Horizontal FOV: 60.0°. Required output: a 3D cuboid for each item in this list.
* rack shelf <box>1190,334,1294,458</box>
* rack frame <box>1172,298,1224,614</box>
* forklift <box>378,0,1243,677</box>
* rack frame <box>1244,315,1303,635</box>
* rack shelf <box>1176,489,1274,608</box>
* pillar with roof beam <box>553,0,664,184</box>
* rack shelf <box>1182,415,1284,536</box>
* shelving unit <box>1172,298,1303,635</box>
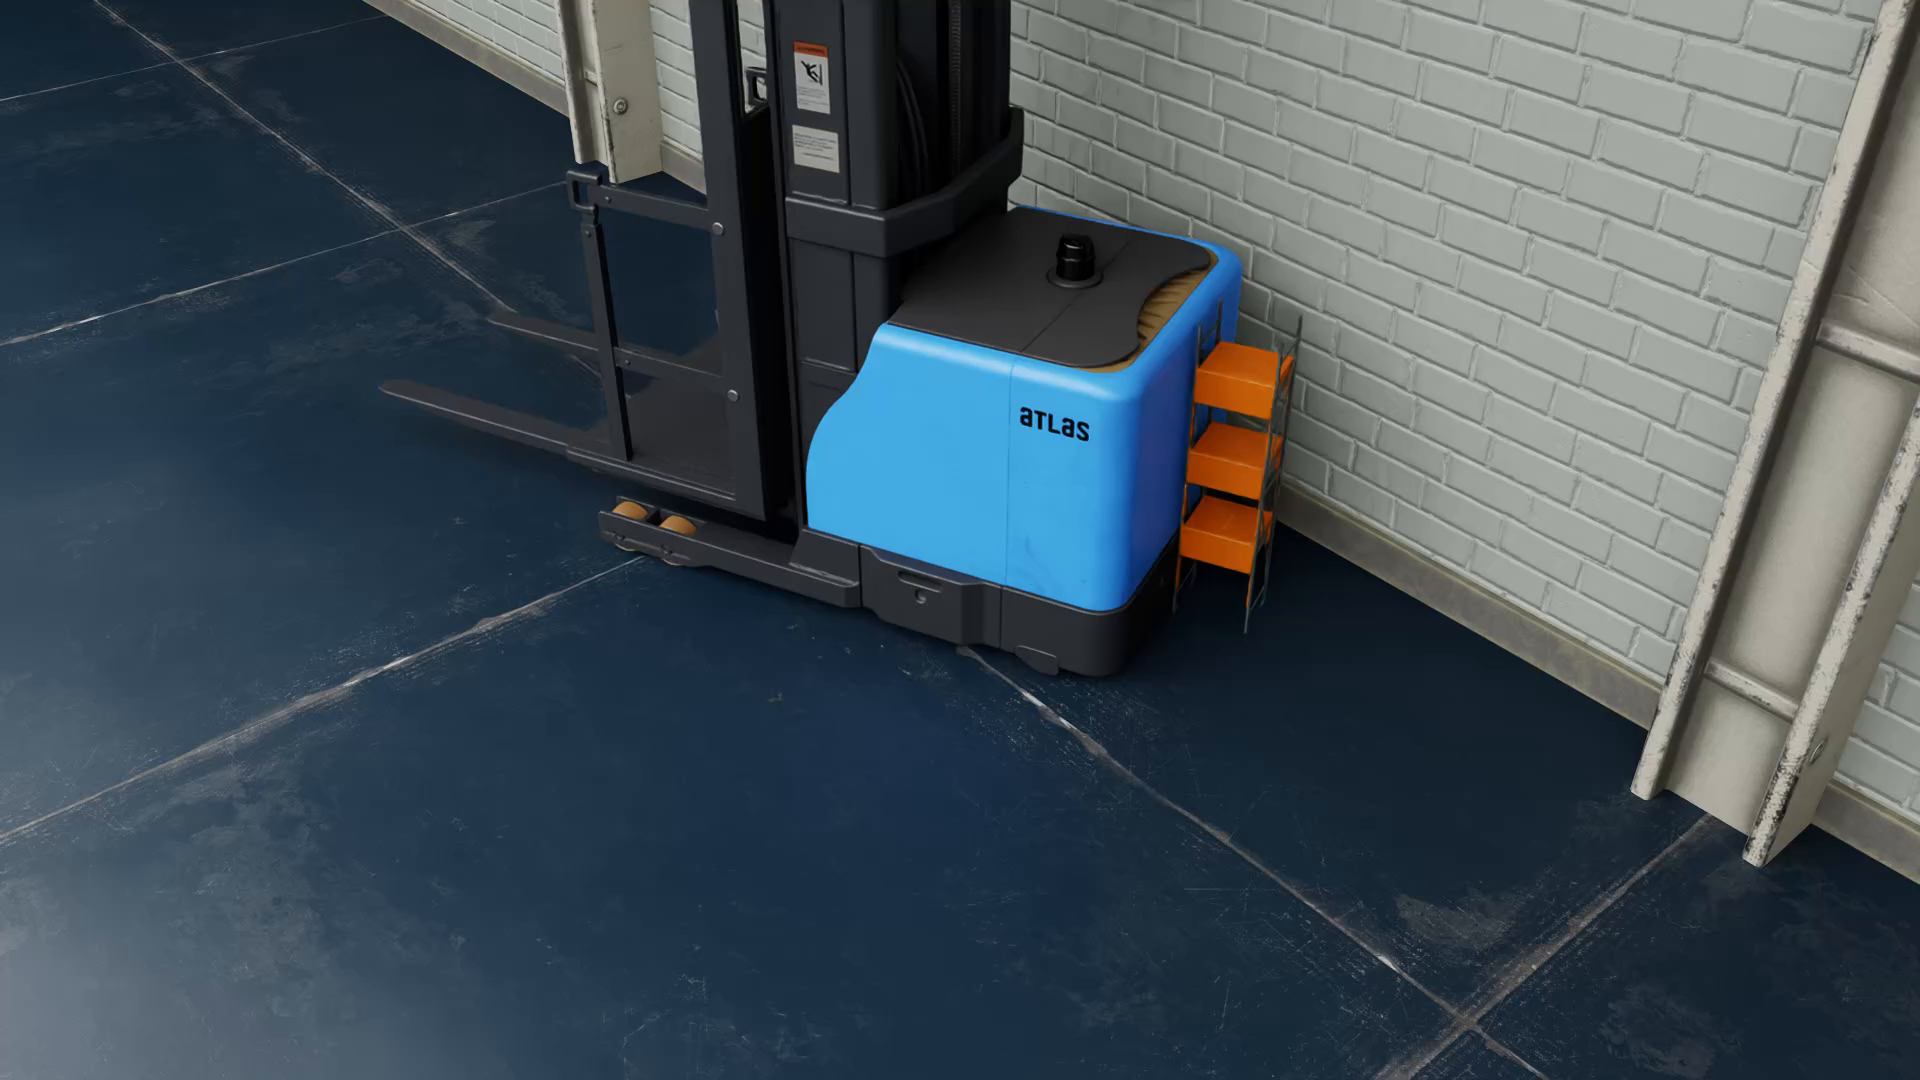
[{"bbox_3d":[0.846,-0.432,4.979,0.240,0.259,0.215,16,38,21],"label":"rack shelf"},{"bbox_3d":[0.737,-0.240,5.181,0.008,1.050,0.200,16,38,21],"label":"rack frame"},{"bbox_3d":[-0.658,-1.363,5.139,3.031,2.935,1.130,16,38,21],"label":"forklift"},{"bbox_3d":[0.956,-0.177,5.092,0.008,1.050,0.200,16,38,21],"label":"rack frame"},{"bbox_3d":[0.846,0.027,5.303,0.240,0.259,0.215,16,38,21],"label":"rack shelf"},{"bbox_3d":[-5.007,-3.972,3.572,9.100,9.000,0.400,-26,43,-32],"label":"pillar with roof beam"},{"bbox_3d":[0.846,-0.200,5.143,0.240,0.259,0.215,16,38,21],"label":"rack shelf"},{"bbox_3d":[0.846,-0.209,5.137,0.252,1.050,0.215,16,38,21],"label":"shelving unit"}]
